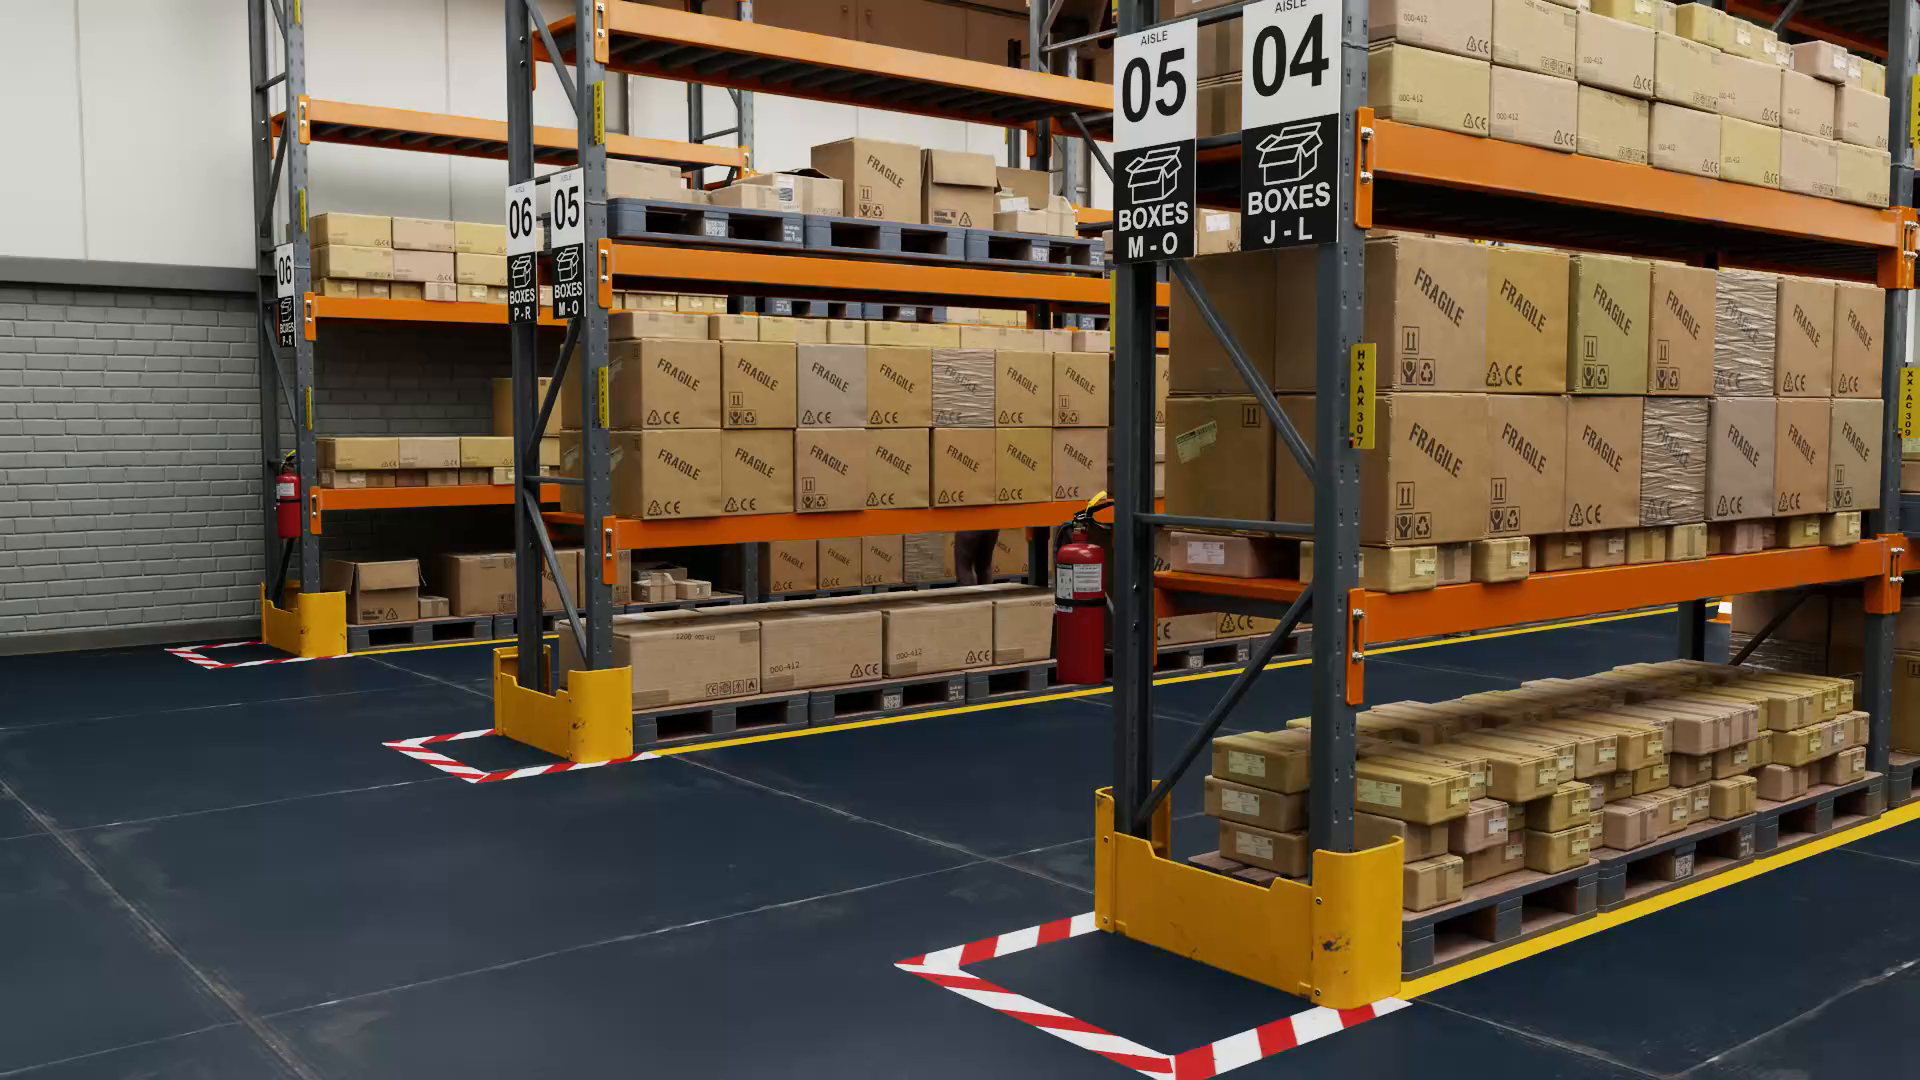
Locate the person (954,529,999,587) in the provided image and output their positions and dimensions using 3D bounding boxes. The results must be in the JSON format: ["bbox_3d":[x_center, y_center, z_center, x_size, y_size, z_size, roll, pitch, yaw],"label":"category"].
[{"bbox_3d":[0.085,-0.108,15.179,0.494,1.708,0.560,-3,5,-38],"label":"person"}]
